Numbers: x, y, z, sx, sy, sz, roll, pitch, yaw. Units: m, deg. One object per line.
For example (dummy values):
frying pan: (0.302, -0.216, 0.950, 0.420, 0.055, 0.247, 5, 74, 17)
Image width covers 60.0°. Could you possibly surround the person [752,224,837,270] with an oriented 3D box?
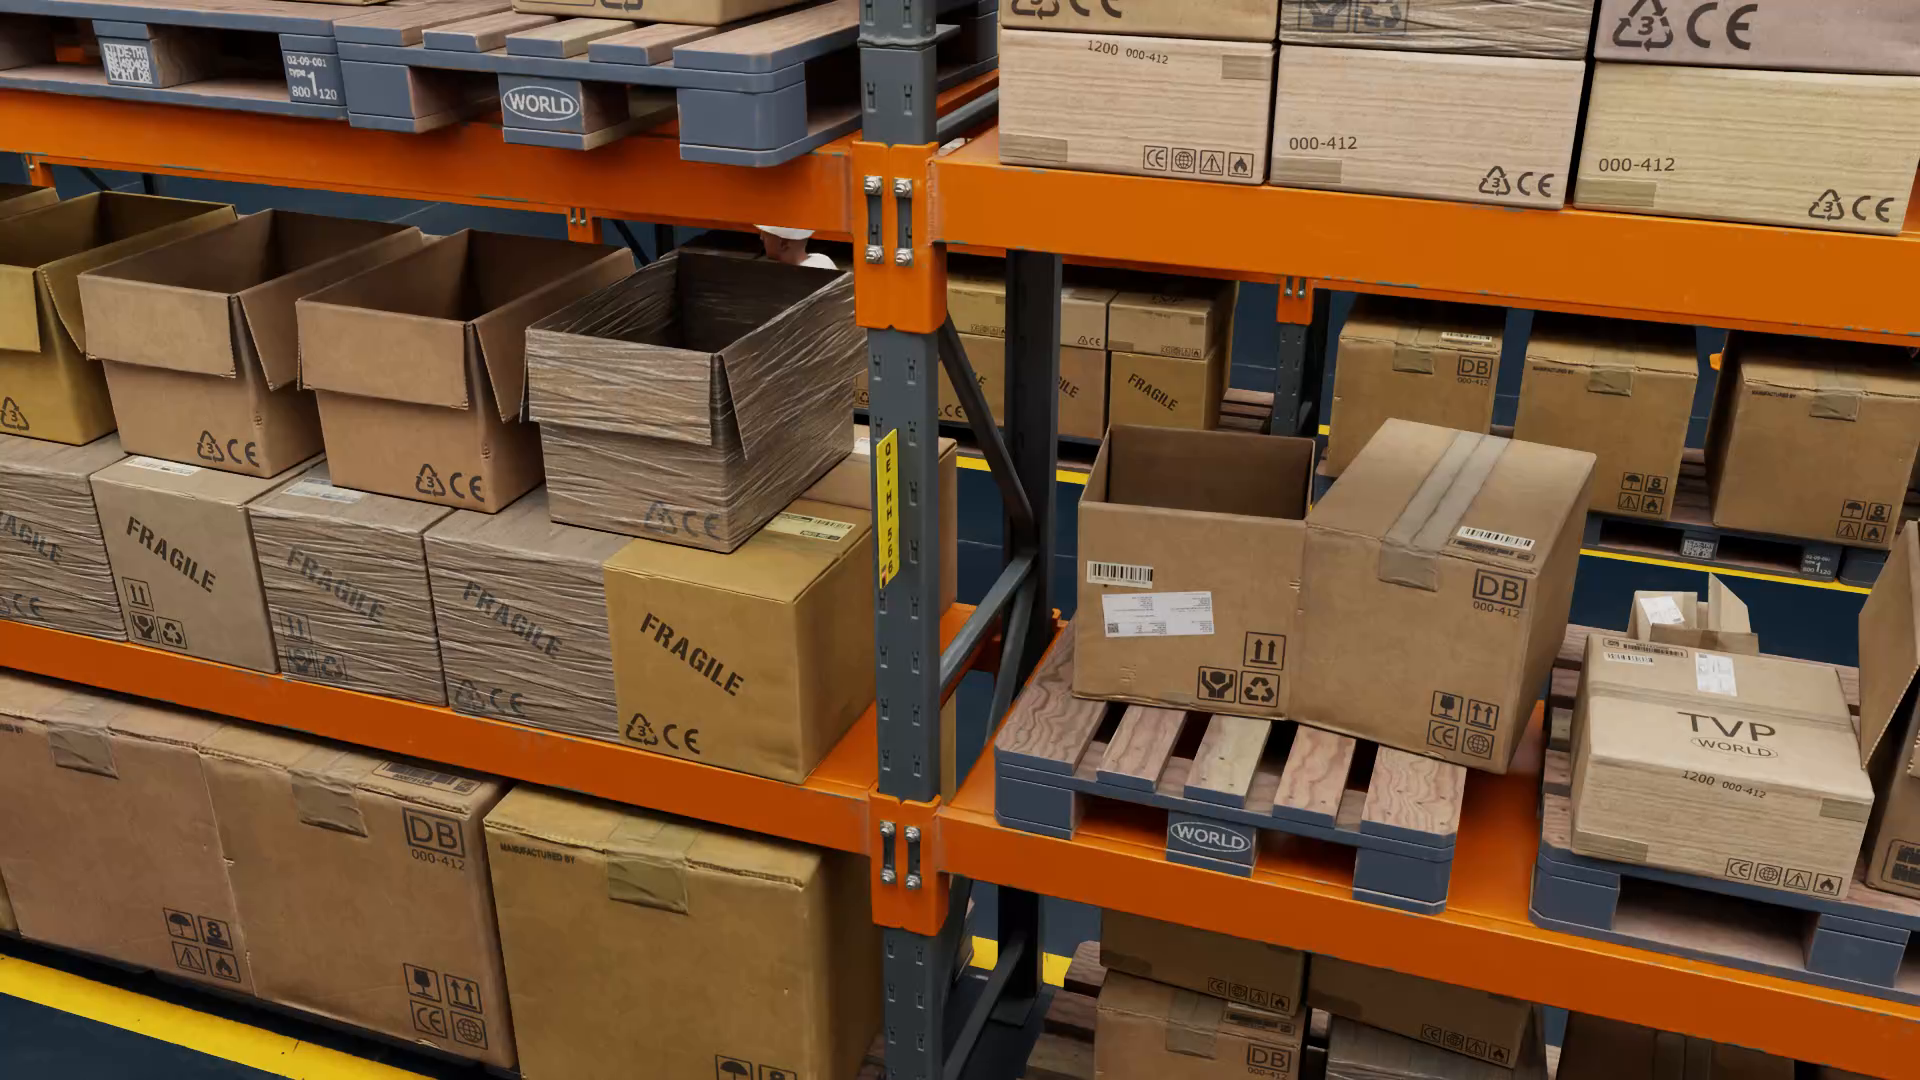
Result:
person: (-0.780, -0.657, 7.461, 0.496, 1.788, 0.549, 8, 27, 17)
